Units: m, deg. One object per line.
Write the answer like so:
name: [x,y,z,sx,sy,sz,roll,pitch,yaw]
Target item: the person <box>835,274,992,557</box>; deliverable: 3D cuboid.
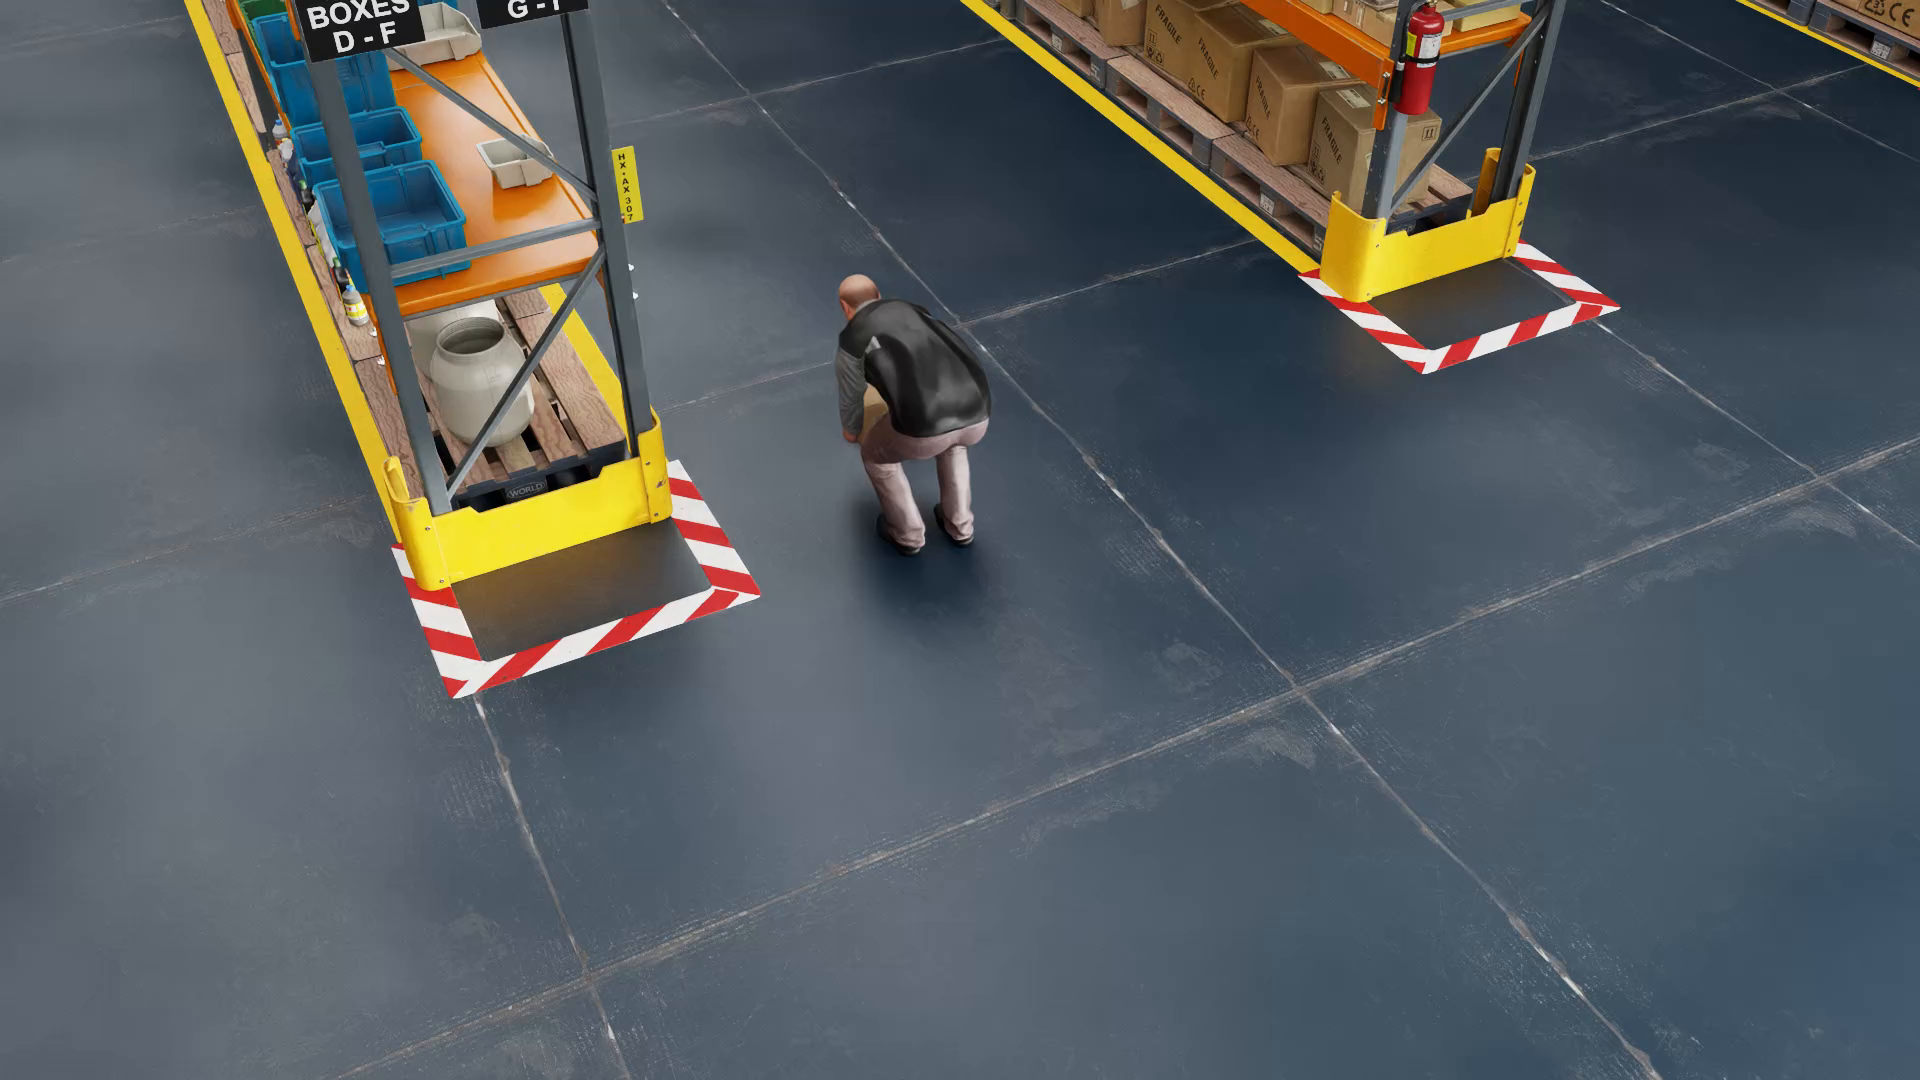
person: [-0.235,-0.518,7.256,0.493,1.089,0.947,-21,45,-22]
